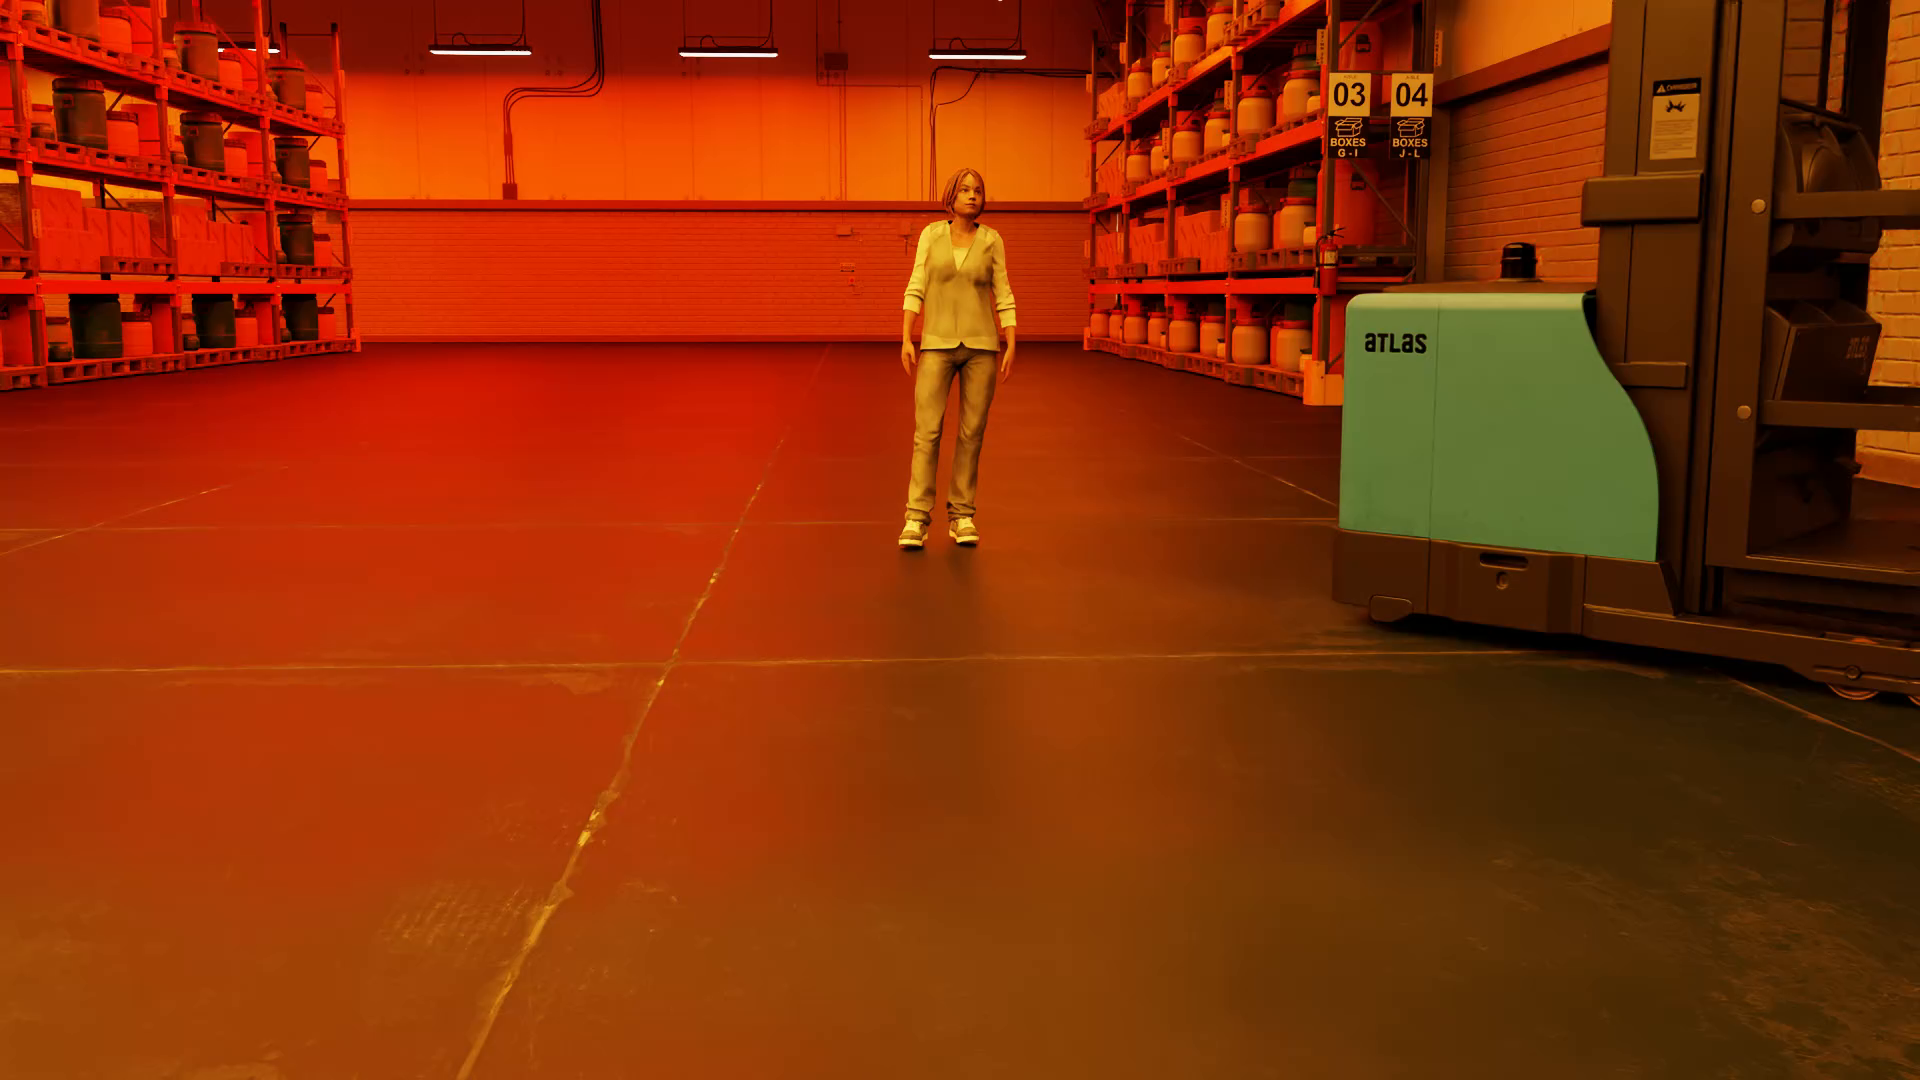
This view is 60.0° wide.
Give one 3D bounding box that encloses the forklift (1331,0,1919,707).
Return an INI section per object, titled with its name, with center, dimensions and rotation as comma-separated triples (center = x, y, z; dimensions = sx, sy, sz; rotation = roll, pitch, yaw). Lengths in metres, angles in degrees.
[forklift]
center = 2.668, -1.090, 4.673
dimensions = 3.031, 2.935, 1.130
rotation = 7, 11, 41

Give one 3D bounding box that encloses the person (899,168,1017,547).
[person]
center = -0.009, -0.786, 7.117
dimensions = 0.521, 1.599, 0.473
rotation = -1, 8, -4
